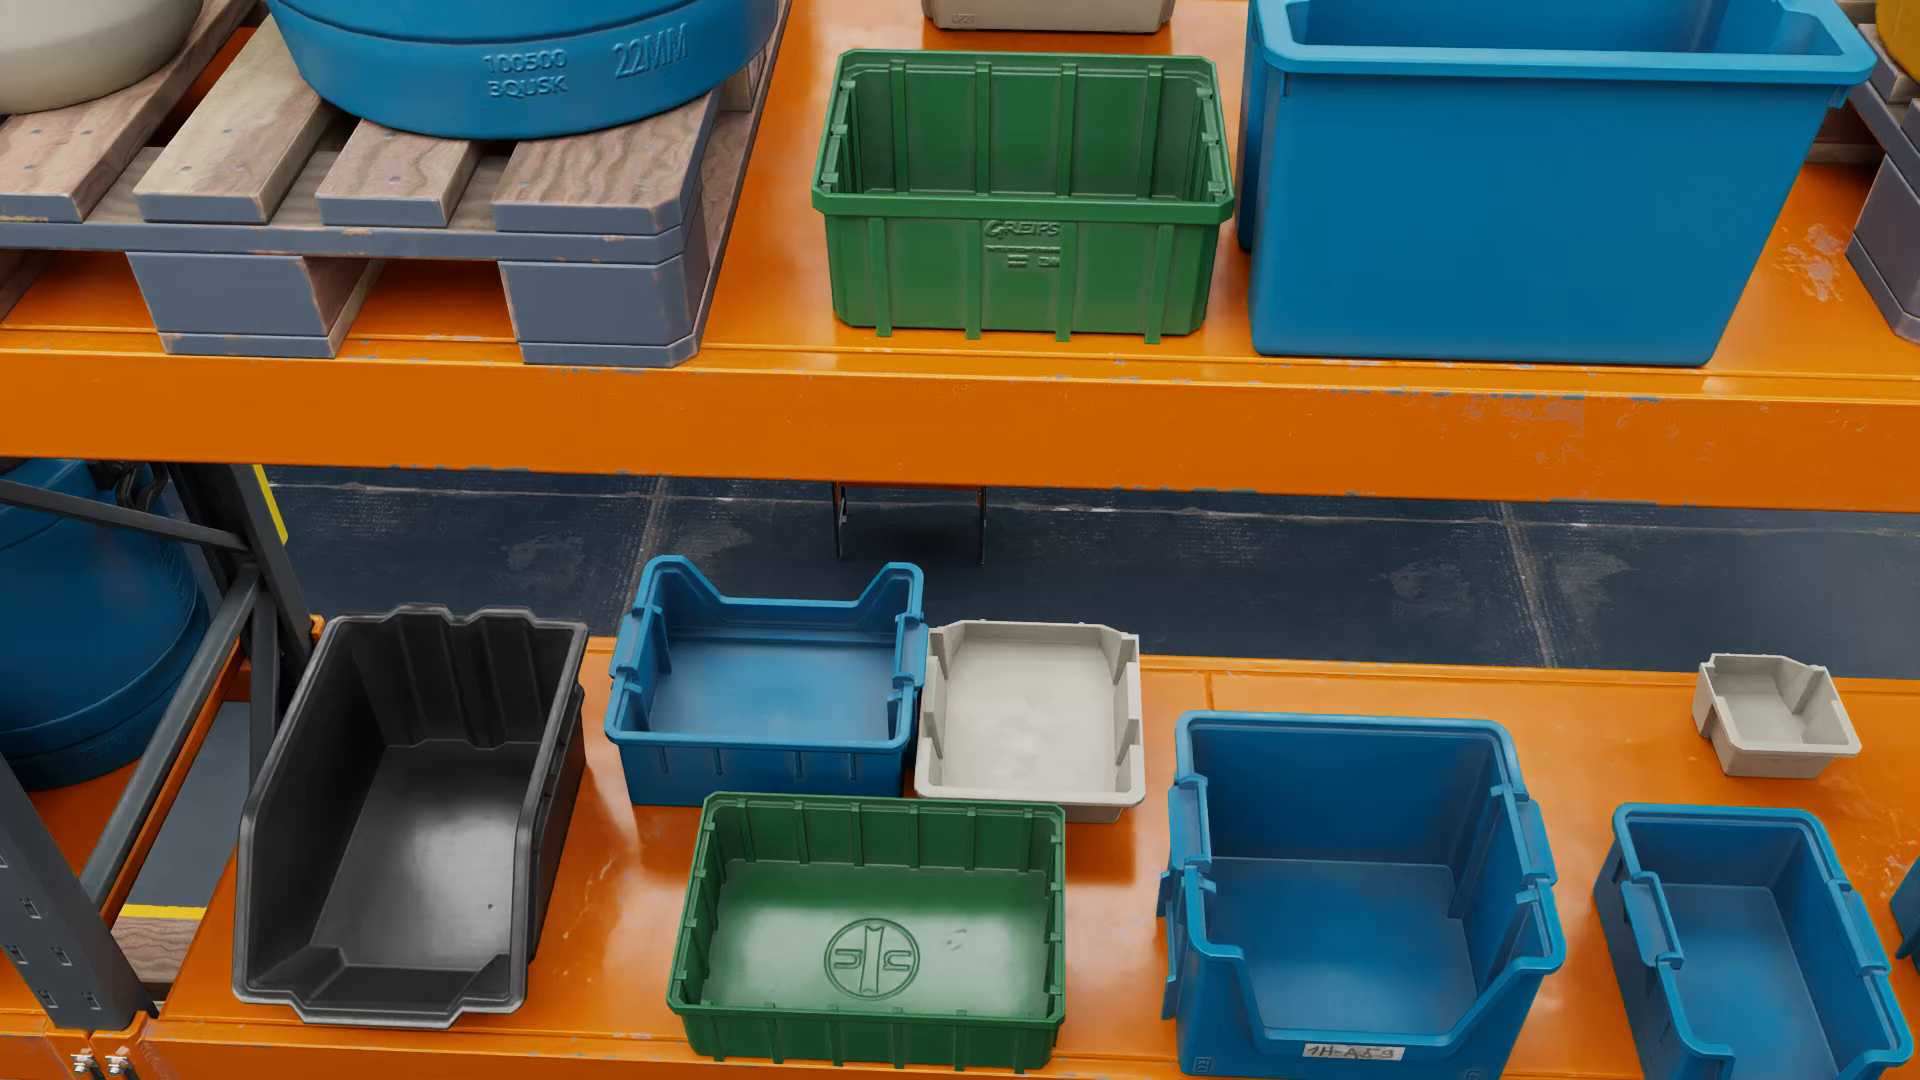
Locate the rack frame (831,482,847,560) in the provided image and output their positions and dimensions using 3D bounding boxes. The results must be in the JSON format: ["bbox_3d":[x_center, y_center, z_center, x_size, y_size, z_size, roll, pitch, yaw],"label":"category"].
[{"bbox_3d":[-0.409,-0.452,5.355,0.015,1.200,0.240,2,43,2],"label":"rack frame"}]

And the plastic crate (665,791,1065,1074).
[{"bbox_3d":[-0.148,0.695,2.959,0.662,0.188,0.450,2,43,2],"label":"plastic crate"}]

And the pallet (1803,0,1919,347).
[{"bbox_3d":[1.682,-0.614,2.147,1.213,0.211,1.003,2,43,2],"label":"pallet"}]

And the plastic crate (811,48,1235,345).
[{"bbox_3d":[0.073,-0.403,1.936,0.450,0.188,0.336,2,43,2],"label":"plastic crate"}]

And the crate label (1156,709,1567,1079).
[{"bbox_3d":[0.654,0.621,2.857,0.616,0.435,0.502,2,43,2],"label":"crate label"}]

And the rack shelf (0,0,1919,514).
[{"bbox_3d":[0.507,-0.389,2.295,4.000,0.370,1.077,2,43,2],"label":"rack shelf"}]

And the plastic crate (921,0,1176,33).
[{"bbox_3d":[0.130,-0.844,2.448,0.396,0.136,0.243,2,43,2],"label":"plastic crate"}]

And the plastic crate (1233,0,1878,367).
[{"bbox_3d":[0.586,-0.439,1.832,0.575,0.384,0.392,2,43,2],"label":"plastic crate"}]

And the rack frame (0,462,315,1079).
[{"bbox_3d":[-1.491,0.384,3.138,0.127,3.000,1.000,2,43,2],"label":"rack frame"}]

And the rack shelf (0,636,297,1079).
[{"bbox_3d":[-3.489,0.585,3.449,4.000,0.370,1.077,2,43,2],"label":"rack shelf"}]

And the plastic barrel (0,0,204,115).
[{"bbox_3d":[-1.070,-0.762,1.776,0.421,0.512,0.421,0,43,0],"label":"plastic barrel"}]

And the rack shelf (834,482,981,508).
[{"bbox_3d":[-0.165,-0.250,5.528,0.480,0.148,0.258,2,43,2],"label":"rack shelf"}]

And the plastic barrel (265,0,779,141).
[{"bbox_3d":[-0.502,-0.948,1.690,0.708,0.901,0.600,2,43,2],"label":"plastic barrel"}]

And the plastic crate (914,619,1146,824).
[{"bbox_3d":[0.142,0.357,3.359,0.437,0.136,0.530,2,43,2],"label":"plastic crate"}]

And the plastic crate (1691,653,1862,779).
[{"bbox_3d":[1.625,0.356,3.360,0.250,0.136,0.298,2,43,2],"label":"plastic crate"}]

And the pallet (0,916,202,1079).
[{"bbox_3d":[-2.278,1.406,4.086,1.213,0.211,1.003,2,43,2],"label":"pallet"}]

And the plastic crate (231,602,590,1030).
[{"bbox_3d":[-0.974,0.509,3.049,0.504,0.338,0.767,2,43,2],"label":"plastic crate"}]

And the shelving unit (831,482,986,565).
[{"bbox_3d":[-0.165,-0.444,5.346,0.503,1.200,0.258,2,43,2],"label":"shelving unit"}]

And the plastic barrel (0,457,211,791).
[{"bbox_3d":[-1.864,-0.018,3.201,0.708,0.901,0.600,2,43,2],"label":"plastic barrel"}]

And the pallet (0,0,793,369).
[{"bbox_3d":[-0.766,-0.689,2.227,1.003,0.211,1.213,2,43,2],"label":"pallet"}]

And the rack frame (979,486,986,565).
[{"bbox_3d":[0.078,-0.437,5.338,0.015,1.200,0.240,2,43,2],"label":"rack frame"}]

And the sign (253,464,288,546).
[{"bbox_3d":[-1.456,-0.092,3.445,0.005,0.325,0.100,2,43,2],"label":"sign"}]

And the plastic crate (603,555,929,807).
[{"bbox_3d":[-0.374,0.287,3.350,0.616,0.251,0.499,2,43,2],"label":"plastic crate"}]

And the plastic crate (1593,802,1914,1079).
[{"bbox_3d":[1.343,0.725,2.880,0.408,0.251,0.499,2,43,2],"label":"plastic crate"}]

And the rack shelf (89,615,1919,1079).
[{"bbox_3d":[0.507,0.708,3.317,4.000,0.370,1.077,2,43,2],"label":"rack shelf"}]

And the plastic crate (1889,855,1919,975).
[{"bbox_3d":[1.991,0.749,2.854,0.616,0.251,0.499,2,43,2],"label":"plastic crate"}]
